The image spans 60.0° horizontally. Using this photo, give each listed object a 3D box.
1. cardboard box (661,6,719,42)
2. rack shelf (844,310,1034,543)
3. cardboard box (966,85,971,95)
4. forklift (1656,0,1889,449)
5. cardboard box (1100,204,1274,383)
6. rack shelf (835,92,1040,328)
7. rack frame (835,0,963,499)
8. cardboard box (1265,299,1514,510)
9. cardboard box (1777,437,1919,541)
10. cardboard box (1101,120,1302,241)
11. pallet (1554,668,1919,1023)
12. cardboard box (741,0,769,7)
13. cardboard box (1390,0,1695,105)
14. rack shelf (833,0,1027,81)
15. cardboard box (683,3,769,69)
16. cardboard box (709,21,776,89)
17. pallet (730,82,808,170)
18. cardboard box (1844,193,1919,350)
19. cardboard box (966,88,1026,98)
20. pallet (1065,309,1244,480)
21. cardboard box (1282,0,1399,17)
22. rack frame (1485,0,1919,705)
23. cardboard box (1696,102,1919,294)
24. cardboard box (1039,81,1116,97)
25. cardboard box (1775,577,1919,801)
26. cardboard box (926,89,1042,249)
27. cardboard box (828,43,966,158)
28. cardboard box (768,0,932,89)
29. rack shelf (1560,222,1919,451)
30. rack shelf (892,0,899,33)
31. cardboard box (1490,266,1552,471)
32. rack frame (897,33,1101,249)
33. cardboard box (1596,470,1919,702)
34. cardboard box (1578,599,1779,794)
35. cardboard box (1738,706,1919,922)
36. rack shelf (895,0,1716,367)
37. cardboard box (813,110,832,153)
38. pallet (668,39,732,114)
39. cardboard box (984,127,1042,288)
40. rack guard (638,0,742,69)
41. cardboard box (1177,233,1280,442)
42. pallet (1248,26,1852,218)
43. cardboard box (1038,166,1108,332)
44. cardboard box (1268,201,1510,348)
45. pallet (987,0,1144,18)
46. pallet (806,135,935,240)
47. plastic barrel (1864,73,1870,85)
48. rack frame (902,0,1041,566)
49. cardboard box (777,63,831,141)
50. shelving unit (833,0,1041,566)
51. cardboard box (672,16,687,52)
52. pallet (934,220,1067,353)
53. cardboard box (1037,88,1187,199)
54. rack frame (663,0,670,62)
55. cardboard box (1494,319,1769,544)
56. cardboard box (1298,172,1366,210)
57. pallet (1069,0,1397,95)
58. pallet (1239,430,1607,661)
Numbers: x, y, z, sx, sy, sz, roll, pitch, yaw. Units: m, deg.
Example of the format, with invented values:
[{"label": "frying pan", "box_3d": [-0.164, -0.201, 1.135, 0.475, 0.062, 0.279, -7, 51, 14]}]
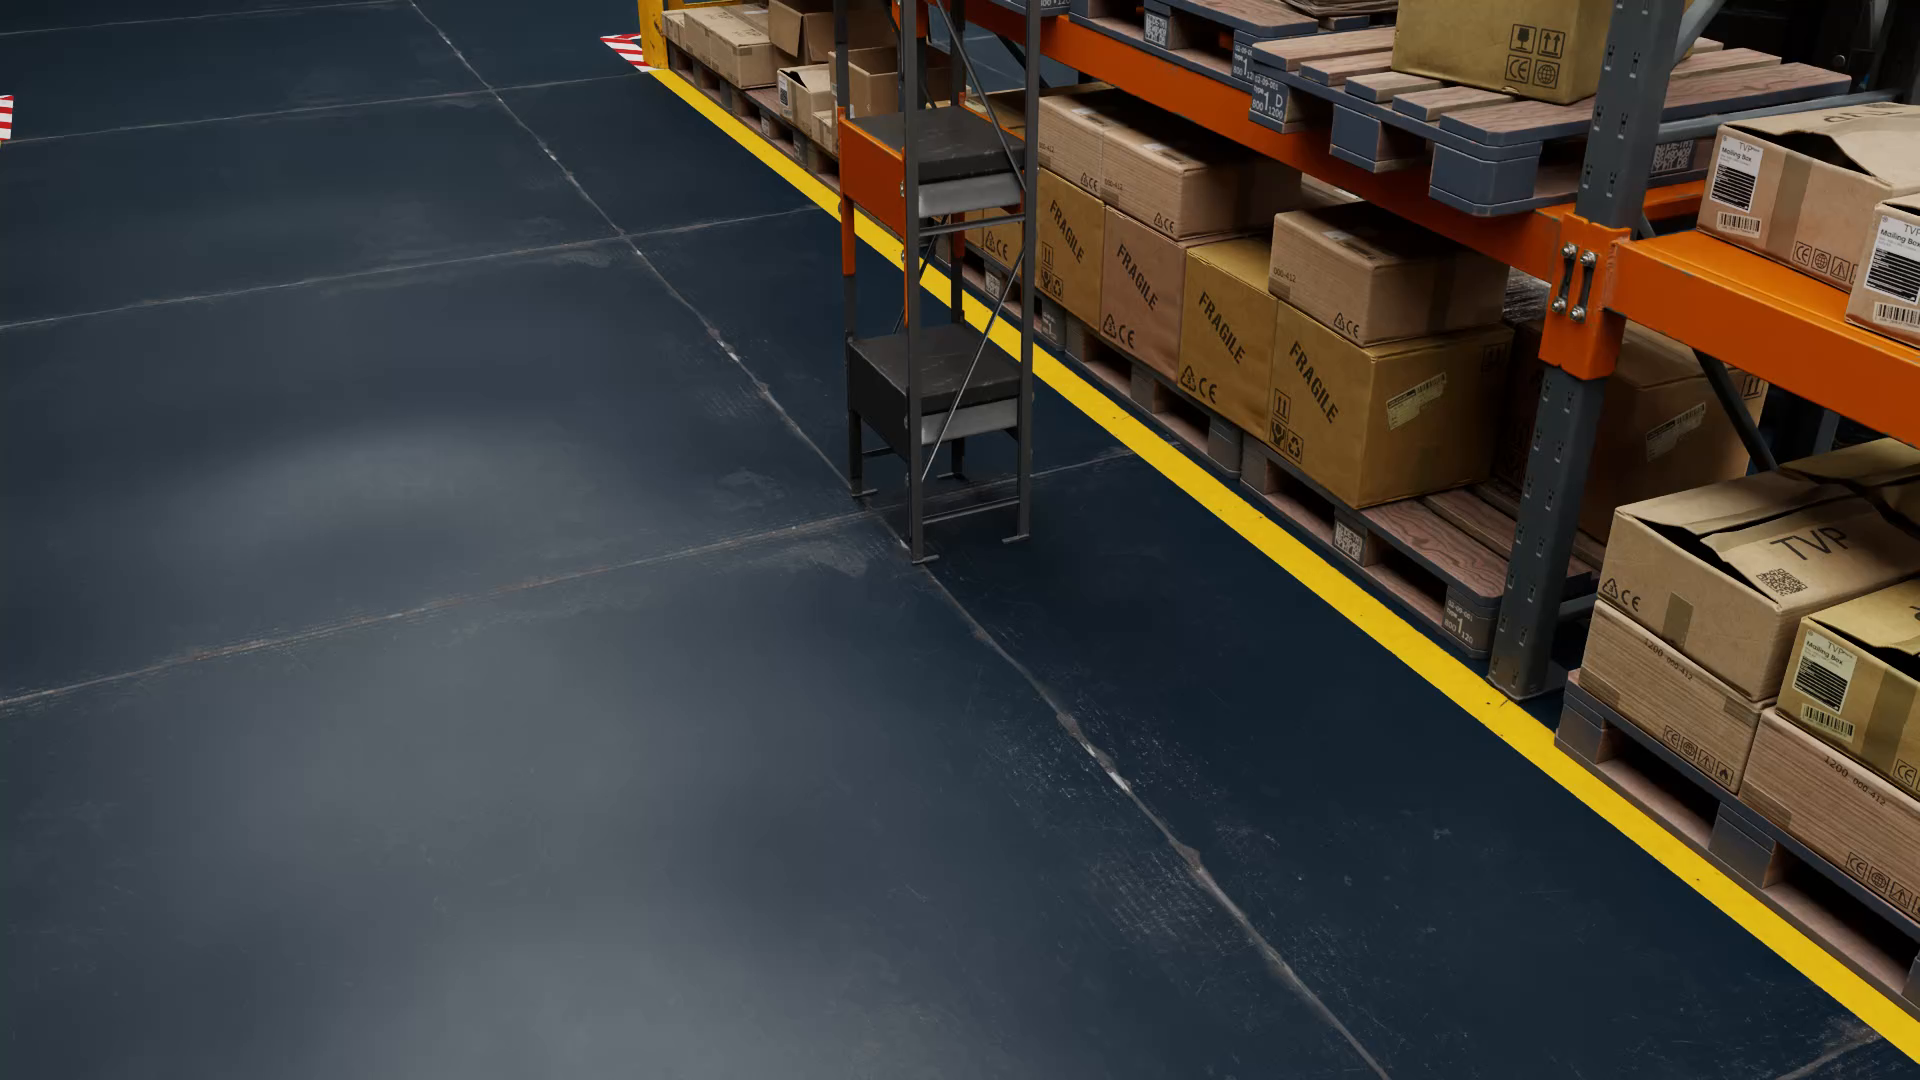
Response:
[{"label": "cardboard box", "box_3d": [-1.647, -3.224, 10.397, 0.380, 0.149, 0.250, -13, 32, -22]}, {"label": "rack shelf", "box_3d": [-0.071, -0.367, 5.216, 0.431, 0.518, 0.480, -13, 32, -22]}, {"label": "cardboard box", "box_3d": [-0.164, -2.332, 8.790, 0.380, 0.166, 0.250, -13, 32, -22]}, {"label": "forklift", "box_3d": [3.289, -1.840, 5.535, 3.031, 2.935, 1.130, 17, 33, 27]}, {"label": "cardboard box", "box_3d": [0.852, -0.923, 5.936, 0.500, 0.500, 0.500, -14, 32, -24]}, {"label": "rack shelf", "box_3d": [-0.071, -0.977, 4.874, 0.431, 0.518, 0.480, -13, 32, -22]}, {"label": "rack frame", "box_3d": [-0.176, -1.097, 5.059, 0.400, 2.100, 0.015, -13, 32, -22]}, {"label": "cardboard box", "box_3d": [1.305, -0.464, 5.117, 0.500, 0.500, 0.500, -12, 31, -20]}, {"label": "cardboard box", "box_3d": [2.366, -0.047, 4.076, 0.500, 0.311, 0.500, -12, 32, -21]}, {"label": "cardboard box", "box_3d": [0.834, -1.266, 5.780, 0.500, 0.250, 0.500, -14, 32, -23]}, {"label": "pallet", "box_3d": [2.237, 0.589, 3.983, 1.003, 0.211, 1.213, -13, 32, -22]}, {"label": "cardboard box", "box_3d": [-1.060, -3.446, 10.434, 0.500, 0.500, 0.500, -13, 32, -22]}, {"label": "cardboard box", "box_3d": [1.546, -1.480, 4.291, 0.700, 0.500, 0.500, -26, 38, -38]}, {"label": "rack shelf", "box_3d": [-0.071, -1.588, 4.531, 0.431, 0.518, 0.480, -13, 32, -22]}, {"label": "cardboard box", "box_3d": [-1.324, -3.004, 9.903, 0.500, 0.250, 0.500, -13, 32, -22]}, {"label": "cardboard box", "box_3d": [-1.110, -2.784, 9.509, 0.500, 0.250, 0.500, -13, 32, -22]}, {"label": "pallet", "box_3d": [-0.620, -2.392, 9.301, 1.003, 0.211, 1.213, -13, 32, -22]}, {"label": "cardboard box", "box_3d": [2.127, -0.524, 3.209, 0.500, 0.311, 0.500, -13, 32, -23]}, {"label": "cardboard box", "box_3d": [0.216, -2.016, 8.077, 0.500, 0.311, 0.500, -13, 32, -22]}, {"label": "pallet", "box_3d": [1.112, -0.658, 6.208, 1.003, 0.211, 1.213, -13, 32, -22]}, {"label": "cardboard box", "box_3d": [1.326, -1.924, 5.083, 0.700, 0.500, 0.500, -7, 30, -13]}, {"label": "rack frame", "box_3d": [1.918, -0.999, 3.964, 1.000, 3.000, 0.127, -13, 32, -22]}, {"label": "cardboard box", "box_3d": [2.035, -0.790, 3.683, 0.500, 0.311, 0.500, -11, 31, -19]}, {"label": "cardboard box", "box_3d": [0.672, -1.709, 7.337, 0.500, 0.500, 0.500, -13, 32, -22]}, {"label": "cardboard box", "box_3d": [2.111, 0.296, 3.463, 0.500, 0.311, 0.500, -14, 32, -23]}, {"label": "cardboard box", "box_3d": [0.189, -1.602, 7.147, 0.500, 0.500, 0.500, -15, 32, -24]}, {"label": "cardboard box", "box_3d": [-0.300, -2.059, 7.961, 0.500, 0.500, 0.500, -13, 32, -22]}, {"label": "cardboard box", "box_3d": [-0.610, -2.697, 9.096, 0.797, 0.503, 0.637, -13, 32, -22]}, {"label": "rack shelf", "box_3d": [2.777, 0.199, 2.564, 1.077, 0.370, 4.000, -13, 32, -22]}, {"label": "rack shelf", "box_3d": [-0.657, -3.335, 8.867, 1.077, 0.370, 4.000, -13, 32, -22]}, {"label": "cardboard box", "box_3d": [1.751, -0.591, 5.344, 0.500, 0.500, 0.500, -14, 32, -24]}, {"label": "rack frame", "box_3d": [0.201, -2.766, 7.115, 1.000, 3.000, 0.127, -13, 32, -22]}, {"label": "cardboard box", "box_3d": [1.878, 0.066, 3.874, 0.500, 0.311, 0.500, -12, 31, -20]}, {"label": "cardboard box", "box_3d": [1.878, 0.311, 4.011, 0.500, 0.250, 0.500, -13, 32, -22]}, {"label": "cardboard box", "box_3d": [2.095, 0.532, 3.616, 0.500, 0.250, 0.500, -14, 32, -23]}, {"label": "rack shelf", "box_3d": [1.060, -1.568, 5.715, 1.077, 0.370, 4.000, -13, 32, -22]}, {"label": "cardboard box", "box_3d": [-0.515, -2.059, 8.320, 0.380, 0.149, 0.250, -13, 32, -22]}, {"label": "pallet", "box_3d": [-1.140, -2.931, 10.261, 1.003, 0.211, 1.213, -13, 32, -22]}, {"label": "cardboard box", "box_3d": [0.428, -1.369, 6.730, 0.500, 0.500, 0.500, -13, 32, -21]}, {"label": "rack guard", "box_3d": [-1.483, -3.409, 10.818, 1.175, 0.500, 0.348, -13, 32, -22]}, {"label": "cardboard box", "box_3d": [1.083, -0.693, 5.524, 0.500, 0.500, 0.500, -14, 32, -24]}, {"label": "pallet", "box_3d": [1.564, -1.200, 4.519, 1.213, 0.211, 1.003, -13, 32, -22]}, {"label": "cardboard box", "box_3d": [0.636, -1.147, 6.334, 0.500, 0.500, 0.500, -13, 32, -21]}, {"label": "cardboard box", "box_3d": [1.277, -0.815, 4.976, 0.500, 0.250, 0.500, -12, 31, -20]}, {"label": "pallet", "box_3d": [0.446, -2.306, 6.492, 1.003, 0.211, 1.213, -13, 32, -22]}, {"label": "pallet", "box_3d": [-0.093, -1.853, 8.338, 1.003, 0.211, 1.213, -13, 32, -22]}, {"label": "plastic barrel", "box_3d": [4.895, -2.828, 8.942, 0.600, 0.901, 0.708, -13, 32, -22]}, {"label": "rack frame", "box_3d": [0.034, -0.881, 4.675, 0.400, 2.100, 0.015, -13, 32, -22]}, {"label": "cardboard box", "box_3d": [-0.622, -2.308, 8.599, 0.500, 0.311, 0.500, -13, 32, -22]}, {"label": "shelving unit", "box_3d": [-0.071, -0.989, 4.867, 0.431, 2.100, 0.503, -13, 32, -22]}, {"label": "cardboard box", "box_3d": [-1.539, -3.121, 10.196, 0.380, 0.166, 0.250, -13, 32, -22]}, {"label": "pallet", "box_3d": [0.585, -1.198, 7.171, 1.003, 0.211, 1.213, -13, 32, -22]}, {"label": "cardboard box", "box_3d": [0.618, -1.488, 6.175, 0.500, 0.250, 0.500, -13, 32, -22]}, {"label": "rack frame", "box_3d": [-1.516, -4.532, 10.266, 1.000, 3.000, 0.127, -13, 32, -22]}, {"label": "cardboard box", "box_3d": [1.981, -0.361, 4.933, 0.500, 0.500, 0.500, -12, 31, -20]}, {"label": "cardboard box", "box_3d": [1.312, -1.043, 6.150, 0.500, 0.500, 0.500, -14, 32, -24]}, {"label": "pallet", "box_3d": [1.079, -1.773, 5.541, 1.003, 0.211, 1.213, -13, 32, -22]}, {"label": "pallet", "box_3d": [1.632, -0.120, 5.248, 1.003, 0.211, 1.213, -13, 32, -22]}]
